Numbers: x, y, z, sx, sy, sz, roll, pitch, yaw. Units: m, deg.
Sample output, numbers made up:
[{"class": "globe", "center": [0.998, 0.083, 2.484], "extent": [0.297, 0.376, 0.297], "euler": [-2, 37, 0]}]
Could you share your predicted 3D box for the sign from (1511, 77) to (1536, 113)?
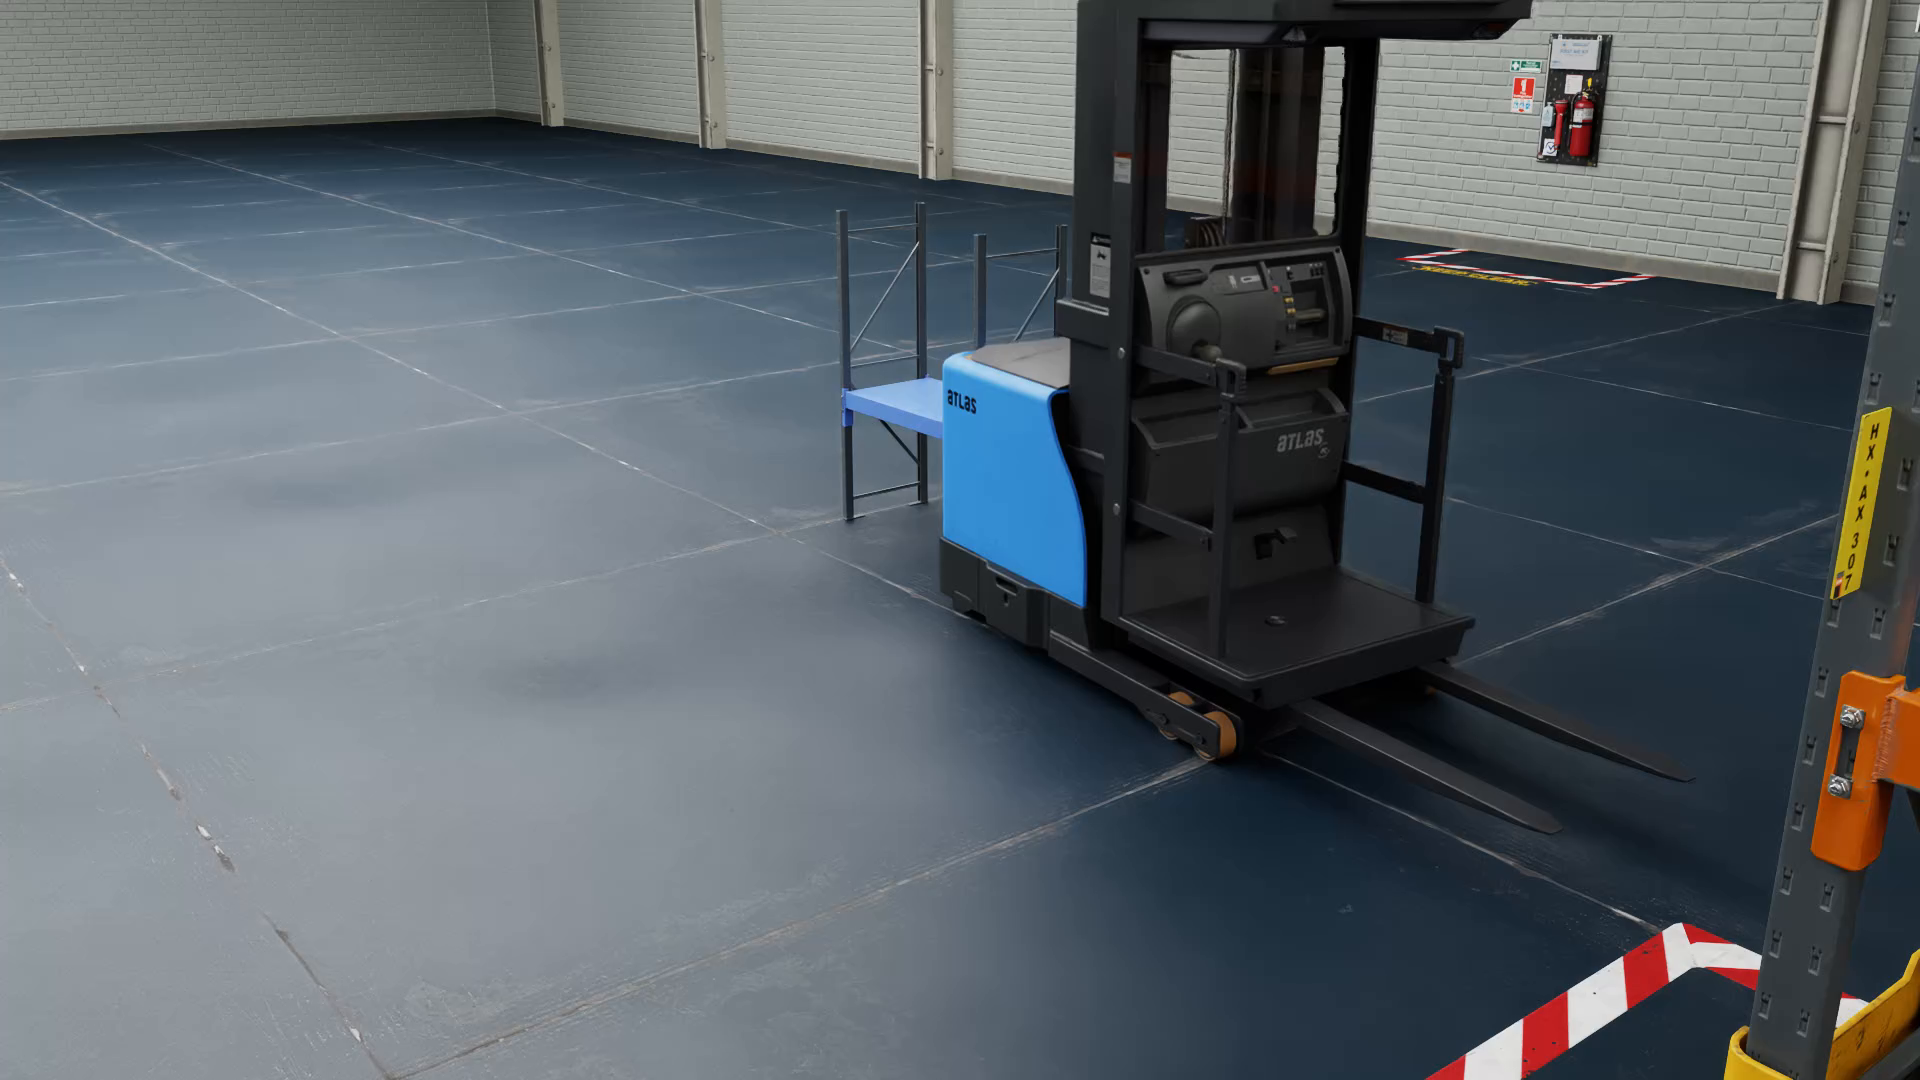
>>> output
[{"class": "sign", "center": [5.356, -4.234, 15.820], "extent": [0.001, 0.329, 0.234], "euler": [-14, 23, -36]}]

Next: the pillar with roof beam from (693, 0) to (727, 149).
[{"class": "pillar with roof beam", "center": [-7.428, -9.887, 23.406], "extent": [9.100, 9.000, 0.400], "euler": [-14, 23, -36]}]

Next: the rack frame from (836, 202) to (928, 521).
[{"class": "rack frame", "center": [-0.369, -0.858, 8.068], "extent": [0.500, 1.500, 0.032], "euler": [-14, 23, -36]}]

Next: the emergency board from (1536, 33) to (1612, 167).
[{"class": "emergency board", "center": [5.618, -4.060, 15.353], "extent": [0.194, 1.169, 0.643], "euler": [-14, 23, -36]}]

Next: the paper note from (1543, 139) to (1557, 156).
[{"class": "paper note", "center": [5.562, -3.699, 15.664], "extent": [0.016, 0.148, 0.142], "euler": [-14, 23, -36]}]

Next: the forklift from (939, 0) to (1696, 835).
[{"class": "forklift", "center": [1.127, -0.814, 5.657], "extent": [1.130, 2.935, 3.031], "euler": [-11, 21, -31]}]

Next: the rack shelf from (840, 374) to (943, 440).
[{"class": "rack shelf", "center": [-0.053, -0.562, 7.747], "extent": [0.538, 0.185, 1.000], "euler": [-14, 23, -36]}]

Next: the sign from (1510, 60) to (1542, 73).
[{"class": "sign", "center": [5.352, -4.483, 15.728], "extent": [0.001, 0.109, 0.331], "euler": [-14, 23, -36]}]

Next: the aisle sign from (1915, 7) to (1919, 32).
[{"class": "aisle sign", "center": [1.695, -1.230, 2.671], "extent": [0.394, 0.787, 0.004], "euler": [-14, 23, -36]}]

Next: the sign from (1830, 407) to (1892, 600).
[{"class": "sign", "center": [1.535, -0.061, 2.834], "extent": [0.100, 0.325, 0.005], "euler": [-14, 23, -36]}]

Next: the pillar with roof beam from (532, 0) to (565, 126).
[{"class": "pillar with roof beam", "center": [-11.153, -11.366, 27.871], "extent": [9.100, 9.000, 0.400], "euler": [-14, 23, -36]}]

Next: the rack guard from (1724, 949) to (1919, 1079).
[{"class": "rack guard", "center": [2.053, 1.160, 3.563], "extent": [1.175, 0.500, 0.348], "euler": [-14, 23, -36]}]

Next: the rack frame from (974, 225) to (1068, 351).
[{"class": "rack frame", "center": [0.263, -0.608, 7.312], "extent": [0.500, 1.500, 0.032], "euler": [-14, 23, -36]}]

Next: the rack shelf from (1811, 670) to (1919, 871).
[{"class": "rack shelf", "center": [3.211, 0.799, 1.823], "extent": [1.077, 0.370, 4.000], "euler": [-14, 23, -36]}]

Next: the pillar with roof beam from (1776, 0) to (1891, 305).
[{"class": "pillar with roof beam", "center": [3.748, -5.452, 10.011], "extent": [9.100, 9.000, 0.400], "euler": [-14, 23, -36]}]

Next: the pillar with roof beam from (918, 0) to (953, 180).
[{"class": "pillar with roof beam", "center": [-3.703, -8.409, 18.941], "extent": [9.100, 9.000, 0.400], "euler": [-14, 23, -36]}]

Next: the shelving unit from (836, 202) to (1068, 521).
[{"class": "shelving unit", "center": [-0.053, -0.733, 7.690], "extent": [0.538, 1.500, 1.048], "euler": [-14, 23, -36]}]
